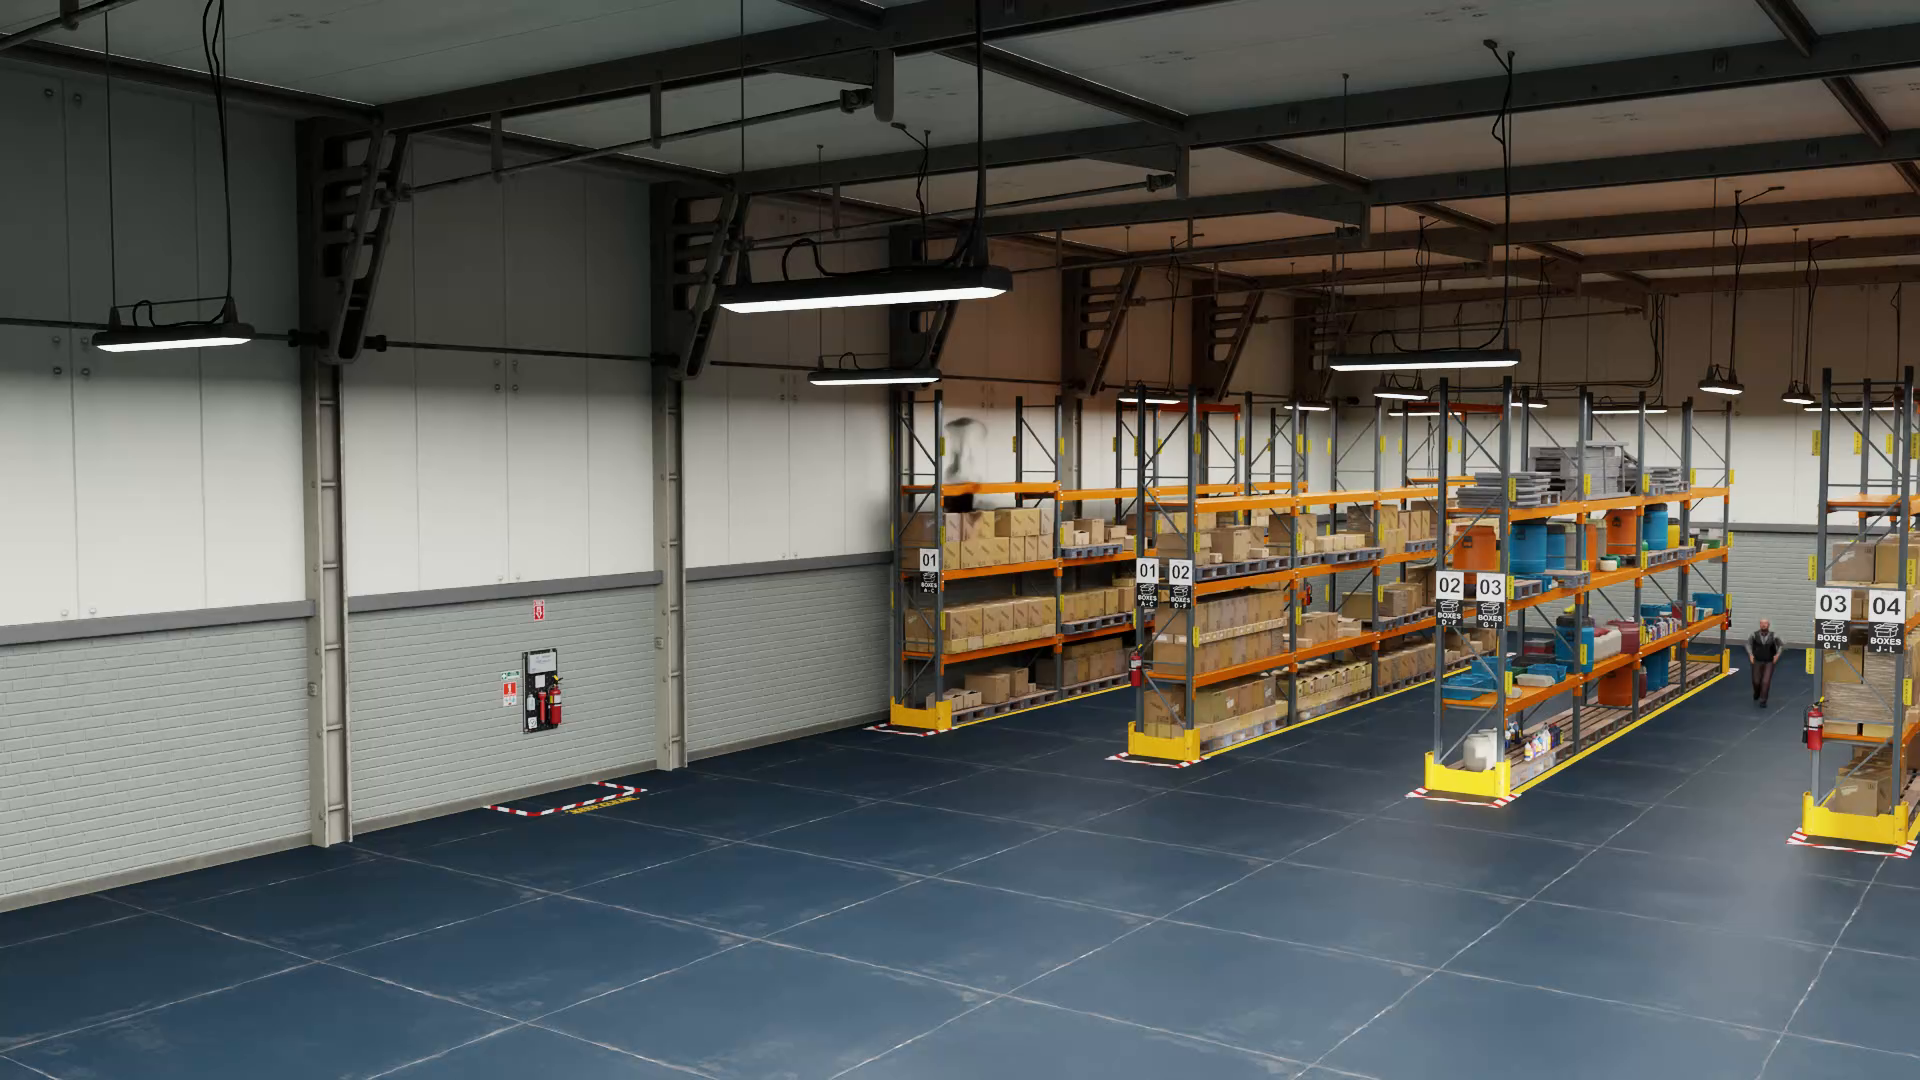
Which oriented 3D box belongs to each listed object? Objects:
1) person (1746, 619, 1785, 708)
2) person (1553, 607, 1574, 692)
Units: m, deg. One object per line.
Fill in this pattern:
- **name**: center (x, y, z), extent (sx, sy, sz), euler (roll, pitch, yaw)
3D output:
- **person**: center (15.512, 2.361, 32.055), extent (0.682, 1.702, 0.605), euler (2, 4, 29)
- **person**: center (12.450, 2.235, 34.023), extent (0.701, 1.729, 0.680), euler (3, 4, 38)
